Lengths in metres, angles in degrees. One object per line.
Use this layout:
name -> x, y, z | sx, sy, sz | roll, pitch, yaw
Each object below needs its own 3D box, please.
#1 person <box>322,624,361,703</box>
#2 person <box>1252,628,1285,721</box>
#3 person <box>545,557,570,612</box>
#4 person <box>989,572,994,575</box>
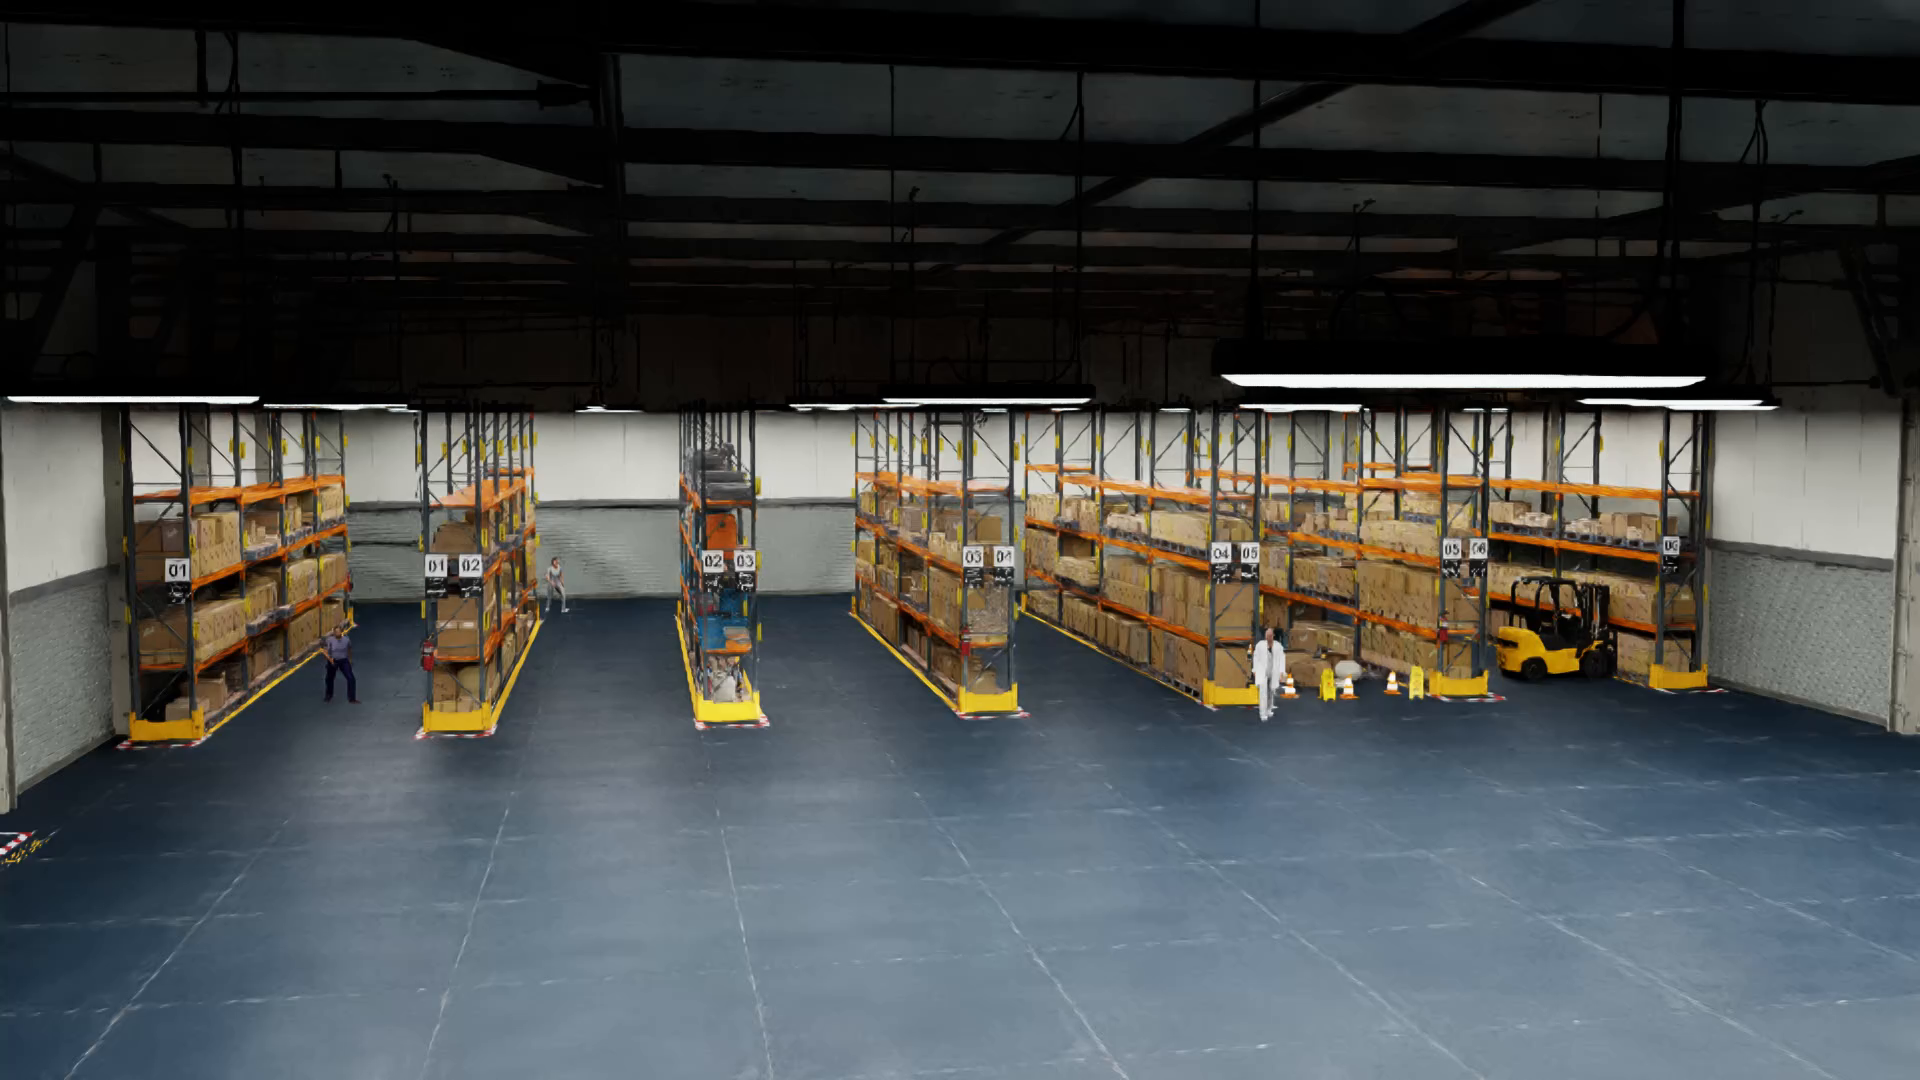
person -> -12.315, 2.436, 33.003 | 0.655, 1.578, 0.824 | -2, 5, -28
person -> 5.790, 2.500, 31.128 | 0.575, 1.714, 1.104 | 0, 4, -1
person -> -11.723, 1.277, 48.181 | 0.609, 1.601, 0.817 | -2, 5, -28
person -> 0.958, 0.937, 51.857 | 0.575, 1.714, 1.101 | 0, 4, -2
